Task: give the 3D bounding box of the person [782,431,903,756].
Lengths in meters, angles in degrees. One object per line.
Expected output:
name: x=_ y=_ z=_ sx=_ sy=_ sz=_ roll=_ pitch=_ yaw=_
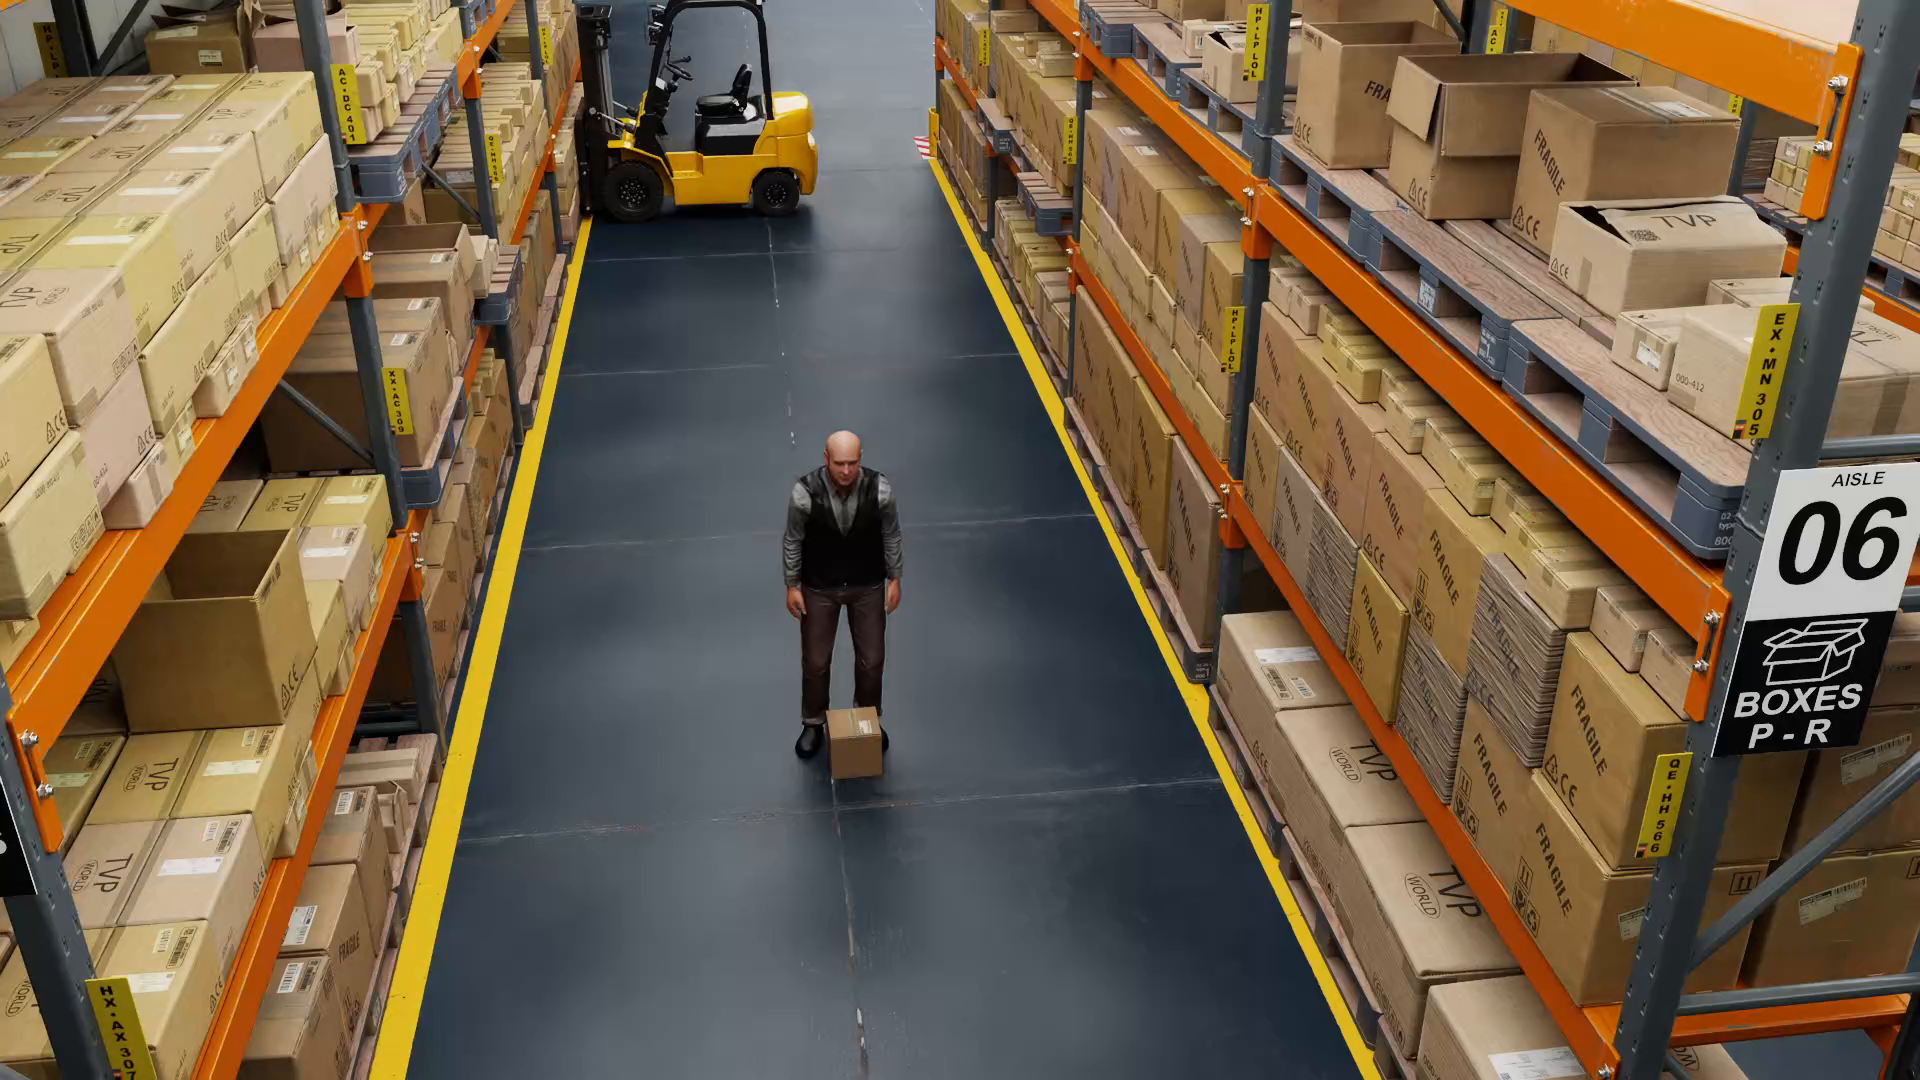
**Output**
person: x=-0.570 y=0.241 z=8.170 sx=0.585 sy=1.720 sz=0.364 roll=-4 pitch=27 yaw=-8
